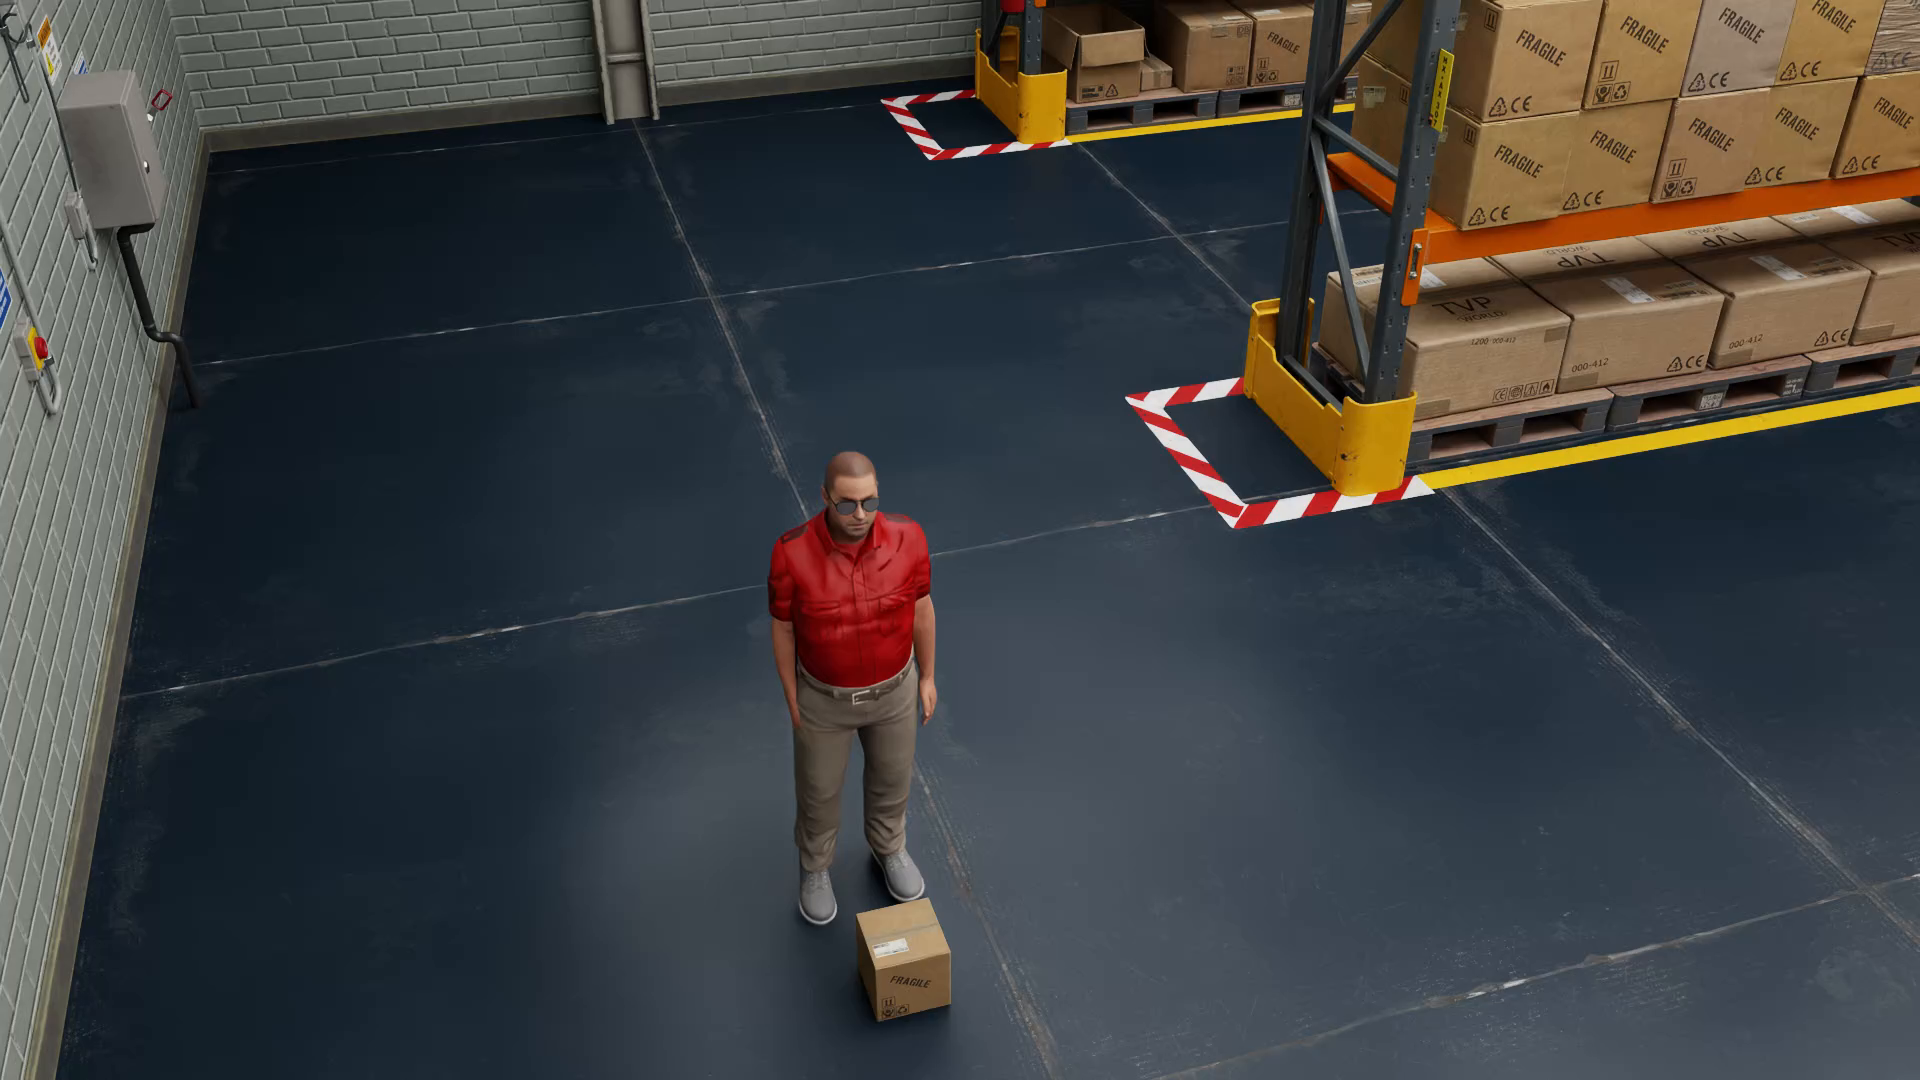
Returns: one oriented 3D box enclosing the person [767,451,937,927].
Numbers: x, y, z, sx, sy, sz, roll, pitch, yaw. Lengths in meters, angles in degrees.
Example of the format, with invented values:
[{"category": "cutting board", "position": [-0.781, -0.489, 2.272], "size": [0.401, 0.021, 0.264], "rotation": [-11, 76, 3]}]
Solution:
[{"category": "person", "position": [-0.323, 0.501, 5.414], "size": [0.533, 1.736, 0.352], "rotation": [-10, 35, -14]}]
